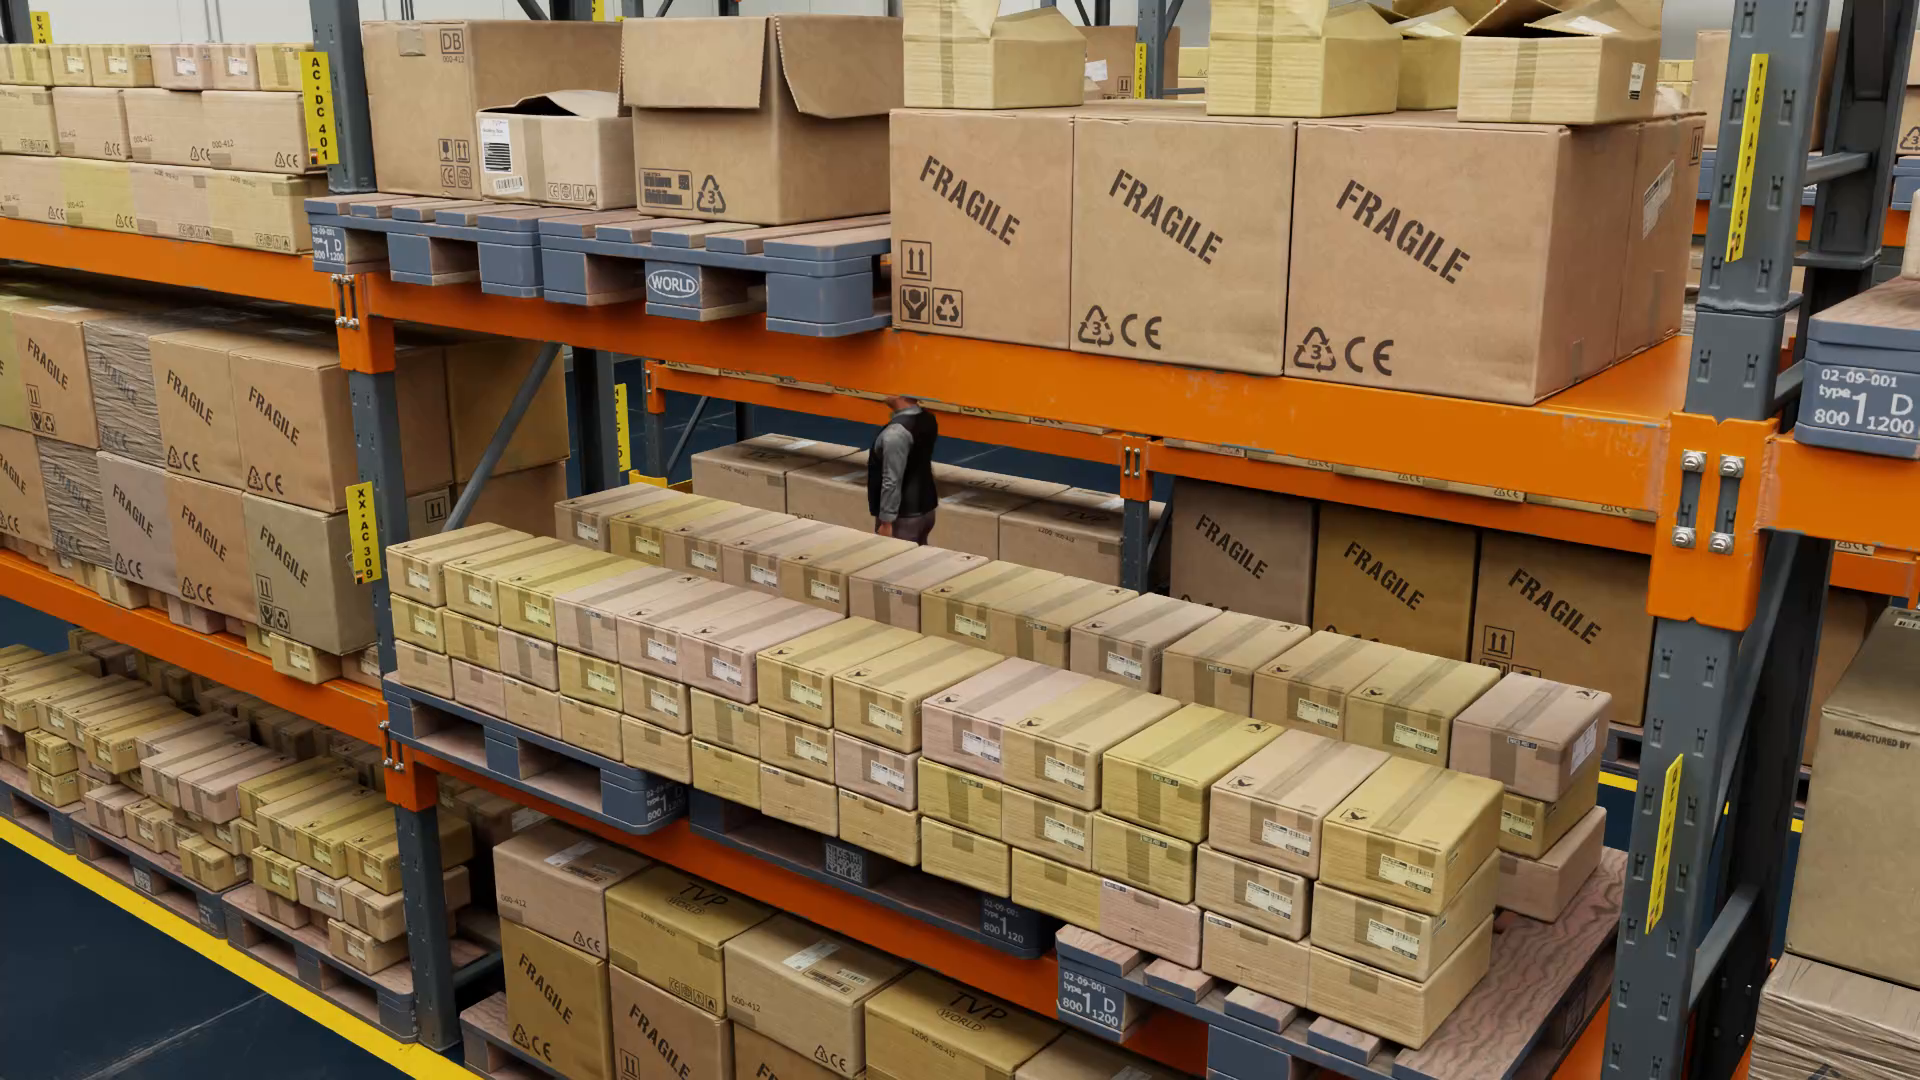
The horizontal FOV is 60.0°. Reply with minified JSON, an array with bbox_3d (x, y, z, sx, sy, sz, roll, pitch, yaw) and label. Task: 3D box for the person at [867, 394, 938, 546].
[{"bbox_3d":[-0.341,-0.127,9.458,0.393,1.730,0.549,7,18,22],"label":"person"}]
